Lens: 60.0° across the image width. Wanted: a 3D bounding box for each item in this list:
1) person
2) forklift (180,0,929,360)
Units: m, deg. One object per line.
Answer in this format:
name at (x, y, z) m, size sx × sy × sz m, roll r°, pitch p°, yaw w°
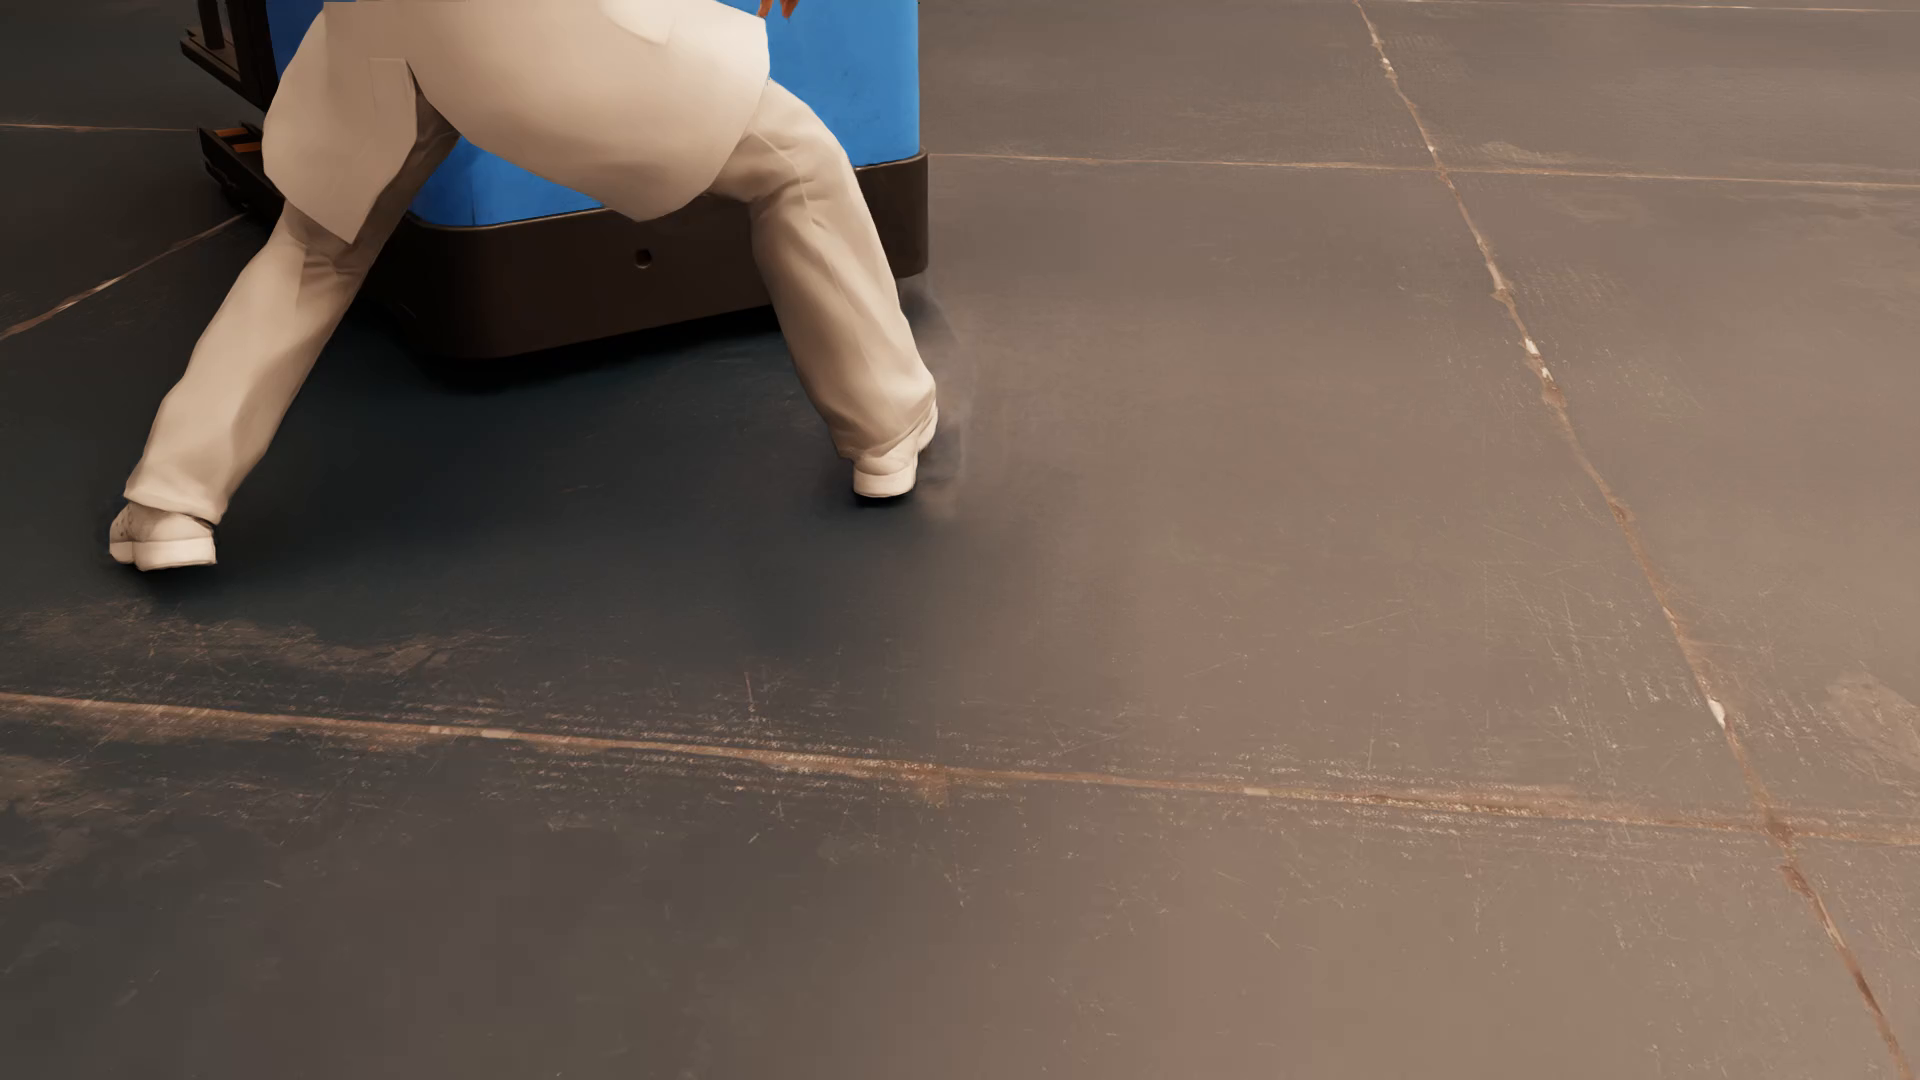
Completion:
person at (-0.659, -0.762, 2.305) m, size 1.100 × 1.616 × 1.035 m, roll 11°, pitch 28°, yaw 21°
forklift at (-1.302, -2.244, 3.715) m, size 1.130 × 2.935 × 3.031 m, roll -17°, pitch 31°, yaw -30°
